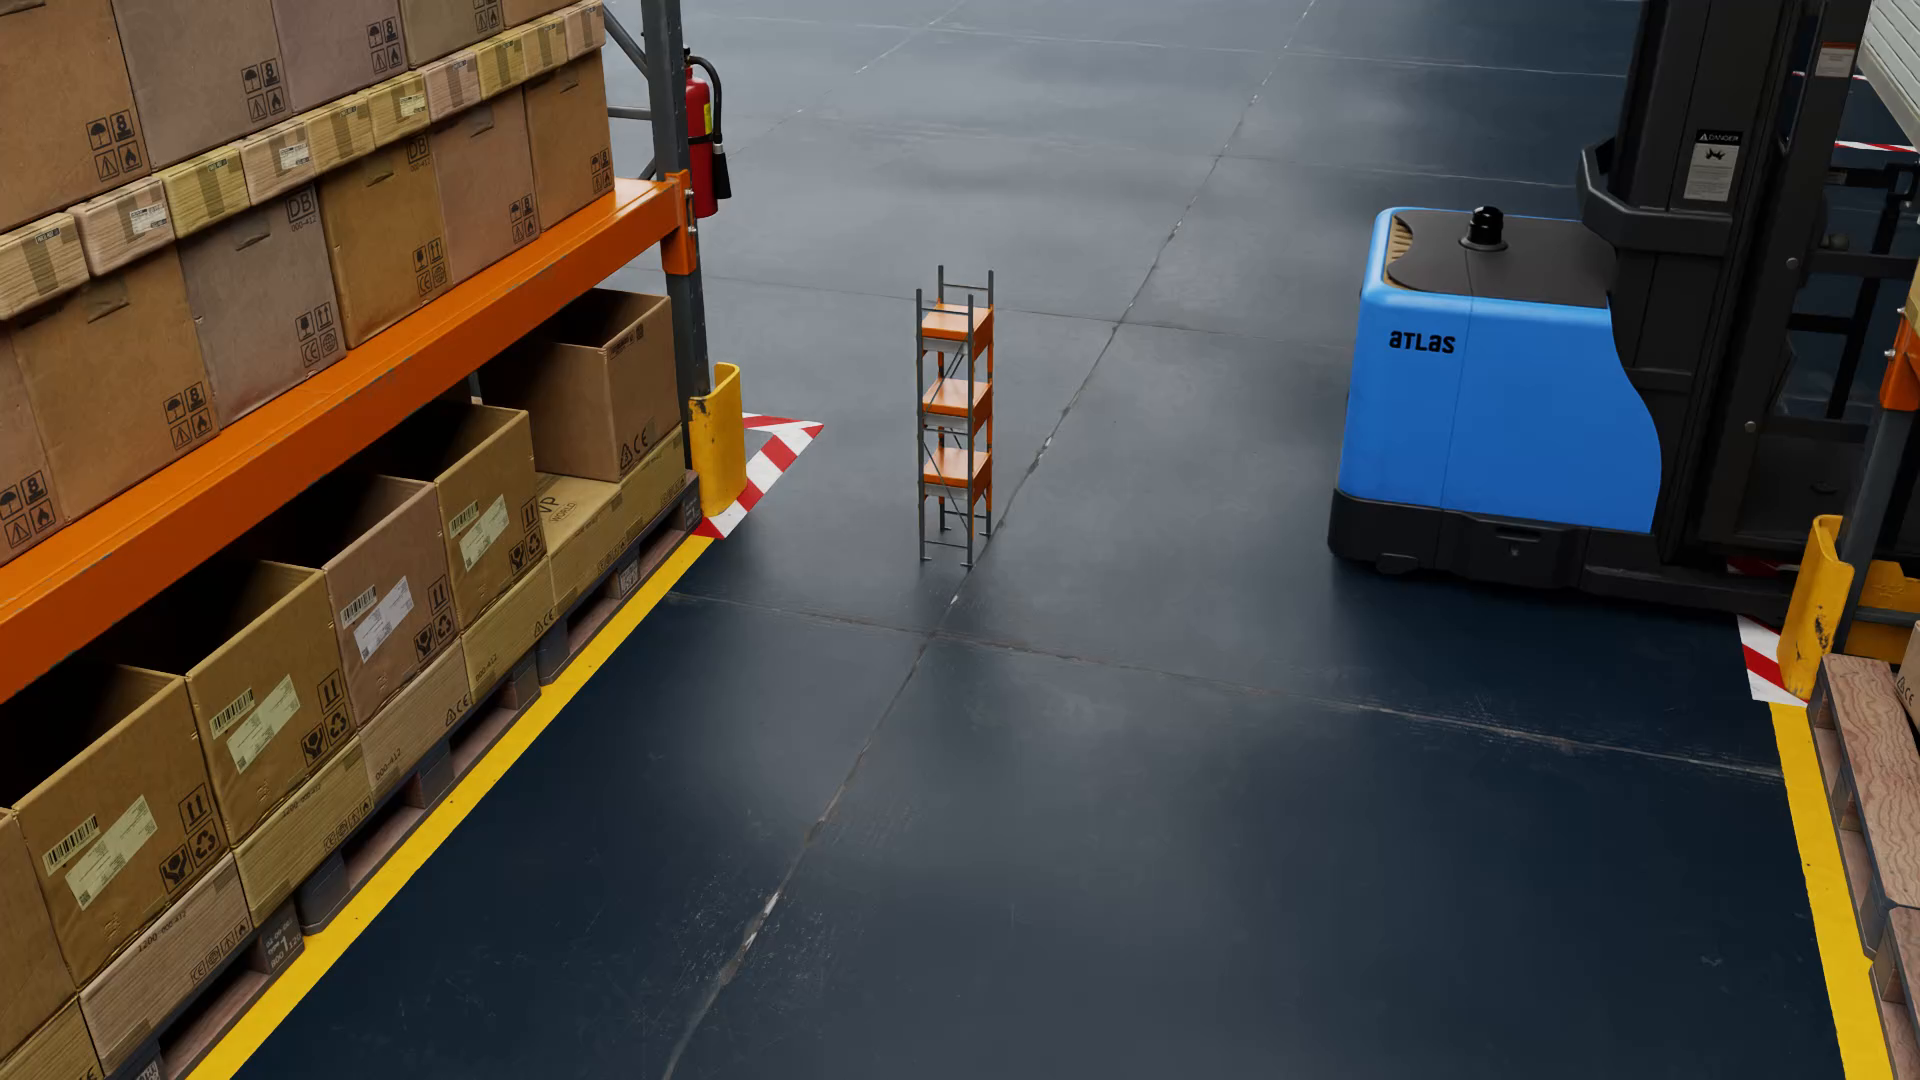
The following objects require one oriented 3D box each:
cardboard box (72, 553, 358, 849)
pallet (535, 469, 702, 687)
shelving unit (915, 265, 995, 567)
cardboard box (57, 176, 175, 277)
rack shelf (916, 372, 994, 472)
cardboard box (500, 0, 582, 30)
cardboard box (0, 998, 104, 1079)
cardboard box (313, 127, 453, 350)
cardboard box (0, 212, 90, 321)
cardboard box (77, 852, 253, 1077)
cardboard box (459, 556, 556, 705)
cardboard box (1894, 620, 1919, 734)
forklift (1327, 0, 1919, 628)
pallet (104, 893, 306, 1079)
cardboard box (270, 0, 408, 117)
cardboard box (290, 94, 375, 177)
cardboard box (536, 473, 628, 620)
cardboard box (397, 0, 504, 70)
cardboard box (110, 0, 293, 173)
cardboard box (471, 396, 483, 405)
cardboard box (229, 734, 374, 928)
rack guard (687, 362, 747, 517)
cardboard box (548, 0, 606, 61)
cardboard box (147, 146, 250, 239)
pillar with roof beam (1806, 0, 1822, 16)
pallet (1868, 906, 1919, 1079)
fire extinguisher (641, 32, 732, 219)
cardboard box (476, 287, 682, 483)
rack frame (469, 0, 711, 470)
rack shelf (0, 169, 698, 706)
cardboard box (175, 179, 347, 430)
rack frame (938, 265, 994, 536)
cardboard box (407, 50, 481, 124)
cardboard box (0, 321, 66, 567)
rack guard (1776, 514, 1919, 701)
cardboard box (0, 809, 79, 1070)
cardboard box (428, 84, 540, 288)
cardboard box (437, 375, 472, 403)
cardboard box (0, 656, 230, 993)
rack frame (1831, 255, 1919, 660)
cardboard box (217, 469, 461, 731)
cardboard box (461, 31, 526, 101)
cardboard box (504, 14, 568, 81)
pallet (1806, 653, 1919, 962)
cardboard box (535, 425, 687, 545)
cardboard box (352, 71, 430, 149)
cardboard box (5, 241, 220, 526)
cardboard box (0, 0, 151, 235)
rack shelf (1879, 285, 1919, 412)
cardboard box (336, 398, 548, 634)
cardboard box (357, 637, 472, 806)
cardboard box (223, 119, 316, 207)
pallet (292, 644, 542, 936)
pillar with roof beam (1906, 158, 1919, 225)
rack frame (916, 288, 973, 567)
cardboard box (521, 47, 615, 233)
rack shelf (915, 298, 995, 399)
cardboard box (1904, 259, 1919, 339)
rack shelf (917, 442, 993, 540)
[{"bbox_3d":[-1.895,0.372,4.121,0.500,0.500,0.500,8,30,15],"label":"cardboard box"},{"bbox_3d":[-1.634,0.038,5.964,1.003,0.211,1.213,8,30,15],"label":"pallet"},{"bbox_3d":[-0.016,-0.434,5.950,0.215,1.050,0.252,8,30,15],"label":"shelving unit"},{"bbox_3d":[-1.985,-0.707,3.665,0.380,0.149,0.250,8,30,13],"label":"cardboard box"},{"bbox_3d":[-0.016,-0.425,5.955,0.215,0.259,0.240,8,30,15],"label":"rack shelf"},{"bbox_3d":[-1.614,-1.913,5.165,0.700,0.500,0.500,9,30,15],"label":"cardboard box"},{"bbox_3d":[-2.198,1.163,3.470,0.500,0.250,0.500,8,30,15],"label":"cardboard box"},{"bbox_3d":[-1.900,-0.896,4.672,0.700,0.500,0.500,9,30,15],"label":"cardboard box"},{"bbox_3d":[-2.061,-0.582,3.441,0.380,0.149,0.250,7,30,13],"label":"cardboard box"},{"bbox_3d":[-2.046,0.931,3.887,0.500,0.250,0.500,8,30,15],"label":"cardboard box"},{"bbox_3d":[-1.605,0.234,5.140,0.500,0.250,0.500,8,30,15],"label":"cardboard box"},{"bbox_3d":[2.998,0.455,4.660,0.500,0.311,0.500,5,30,9],"label":"cardboard box"},{"bbox_3d":[2.916,-1.211,5.412,3.031,2.935,1.130,8,30,13],"label":"forklift"},{"bbox_3d":[-2.350,1.172,3.926,1.003,0.211,1.213,8,30,15],"label":"pallet"},{"bbox_3d":[-1.911,-1.433,4.303,0.700,0.500,0.500,9,30,15],"label":"cardboard box"},{"bbox_3d":[-1.758,-1.062,4.304,0.380,0.149,0.250,9,30,16],"label":"cardboard box"},{"bbox_3d":[-1.460,0.002,5.558,0.500,0.250,0.500,8,30,15],"label":"cardboard box"},{"bbox_3d":[-1.764,-1.667,4.725,0.700,0.500,0.500,8,30,14],"label":"cardboard box"},{"bbox_3d":[-2.058,-1.200,3.885,0.700,0.500,0.500,9,30,15],"label":"cardboard box"},{"bbox_3d":[-1.820,-0.306,6.111,0.500,0.250,0.500,8,30,15],"label":"cardboard box"},{"bbox_3d":[-1.894,0.700,4.303,0.500,0.250,0.500,8,30,15],"label":"cardboard box"},{"bbox_3d":[-1.443,-0.461,6.564,1.175,0.500,0.348,8,30,15],"label":"rack guard"},{"bbox_3d":[-1.380,-1.664,5.386,0.380,0.149,0.250,8,30,14],"label":"cardboard box"},{"bbox_3d":[-1.908,-0.828,3.882,0.380,0.149,0.250,8,30,14],"label":"cardboard box"},{"bbox_3d":[3.315,-9.200,13.532,9.100,9.000,0.400,8,30,15],"label":"pillar with roof beam"},{"bbox_3d":[2.632,1.355,3.597,1.003,0.211,1.213,8,30,15],"label":"pallet"},{"bbox_3d":[-0.971,-1.497,5.934,0.296,0.674,0.183,8,30,15],"label":"fire extinguisher"},{"bbox_3d":[-1.323,-0.560,5.796,0.500,0.500,0.500,8,30,15],"label":"cardboard box"},{"bbox_3d":[-1.450,-1.542,5.936,1.000,3.000,0.127,8,30,15],"label":"rack frame"},{"bbox_3d":[-2.037,-0.298,4.440,1.077,0.370,4.000,8,30,15],"label":"rack shelf"},{"bbox_3d":[-2.051,-0.650,4.231,0.700,0.500,0.500,9,30,16],"label":"cardboard box"},{"bbox_3d":[0.020,-0.491,6.052,0.200,1.050,0.008,8,30,15],"label":"rack frame"},{"bbox_3d":[-1.606,-1.307,4.744,0.380,0.149,0.250,9,30,16],"label":"cardboard box"},{"bbox_3d":[-2.351,-0.180,3.385,0.700,0.500,0.500,8,30,14],"label":"cardboard box"},{"bbox_3d":[3.265,0.291,5.213,1.175,0.500,0.348,8,30,15],"label":"rack guard"},{"bbox_3d":[-2.188,0.837,3.285,0.500,0.500,0.500,8,30,15],"label":"cardboard box"},{"bbox_3d":[-1.748,-1.126,5.085,0.700,0.500,0.500,9,30,16],"label":"cardboard box"},{"bbox_3d":[-1.965,-0.401,5.511,0.500,0.500,0.500,8,30,15],"label":"cardboard box"},{"bbox_3d":[-2.049,0.603,3.705,0.500,0.500,0.500,8,30,15],"label":"cardboard box"},{"bbox_3d":[3.287,-0.837,4.668,1.000,3.000,0.127,8,30,15],"label":"rack frame"},{"bbox_3d":[-1.750,0.139,4.539,0.500,0.500,0.500,8,30,15],"label":"cardboard box"},{"bbox_3d":[-1.530,-1.423,4.953,0.380,0.149,0.250,8,30,14],"label":"cardboard box"},{"bbox_3d":[-1.455,-1.542,5.167,0.380,0.149,0.250,9,30,16],"label":"cardboard box"},{"bbox_3d":[2.992,0.790,4.613,1.003,0.211,1.213,8,30,15],"label":"pallet"},{"bbox_3d":[-1.325,-0.232,5.978,0.500,0.250,0.500,8,30,15],"label":"cardboard box"},{"bbox_3d":[-1.683,-1.185,4.524,0.380,0.149,0.250,9,30,16],"label":"cardboard box"},{"bbox_3d":[-2.200,-0.412,3.803,0.700,0.500,0.500,9,30,16],"label":"cardboard box"},{"bbox_3d":[-2.205,-0.968,3.468,0.700,0.500,0.500,8,30,15],"label":"cardboard box"},{"bbox_3d":[2.700,0.407,3.172,1.077,0.370,4.000,8,30,15],"label":"rack shelf"},{"bbox_3d":[-1.602,-0.093,4.956,0.500,0.500,0.500,8,30,15],"label":"cardboard box"},{"bbox_3d":[-1.753,0.467,4.722,0.500,0.250,0.500,8,30,15],"label":"cardboard box"},{"bbox_3d":[-1.833,-0.943,4.089,0.380,0.149,0.250,8,30,14],"label":"cardboard box"},{"bbox_3d":[-1.994,0.603,4.948,1.003,0.211,1.213,8,30,15],"label":"pallet"},{"bbox_3d":[1.554,-6.412,8.520,9.100,9.000,0.400,8,30,15],"label":"pillar with roof beam"},{"bbox_3d":[-0.052,-0.377,5.848,0.200,1.050,0.008,8,30,15],"label":"rack frame"},{"bbox_3d":[-1.599,-1.370,5.525,0.700,0.500,0.500,9,30,15],"label":"cardboard box"},{"bbox_3d":[-0.016,-0.673,5.817,0.215,0.259,0.240,8,30,15],"label":"rack shelf"},{"bbox_3d":[2.840,-0.598,4.374,0.500,0.250,0.500,8,30,13],"label":"cardboard box"},{"bbox_3d":[-0.016,-0.182,6.090,0.215,0.259,0.240,8,30,15],"label":"rack shelf"}]
